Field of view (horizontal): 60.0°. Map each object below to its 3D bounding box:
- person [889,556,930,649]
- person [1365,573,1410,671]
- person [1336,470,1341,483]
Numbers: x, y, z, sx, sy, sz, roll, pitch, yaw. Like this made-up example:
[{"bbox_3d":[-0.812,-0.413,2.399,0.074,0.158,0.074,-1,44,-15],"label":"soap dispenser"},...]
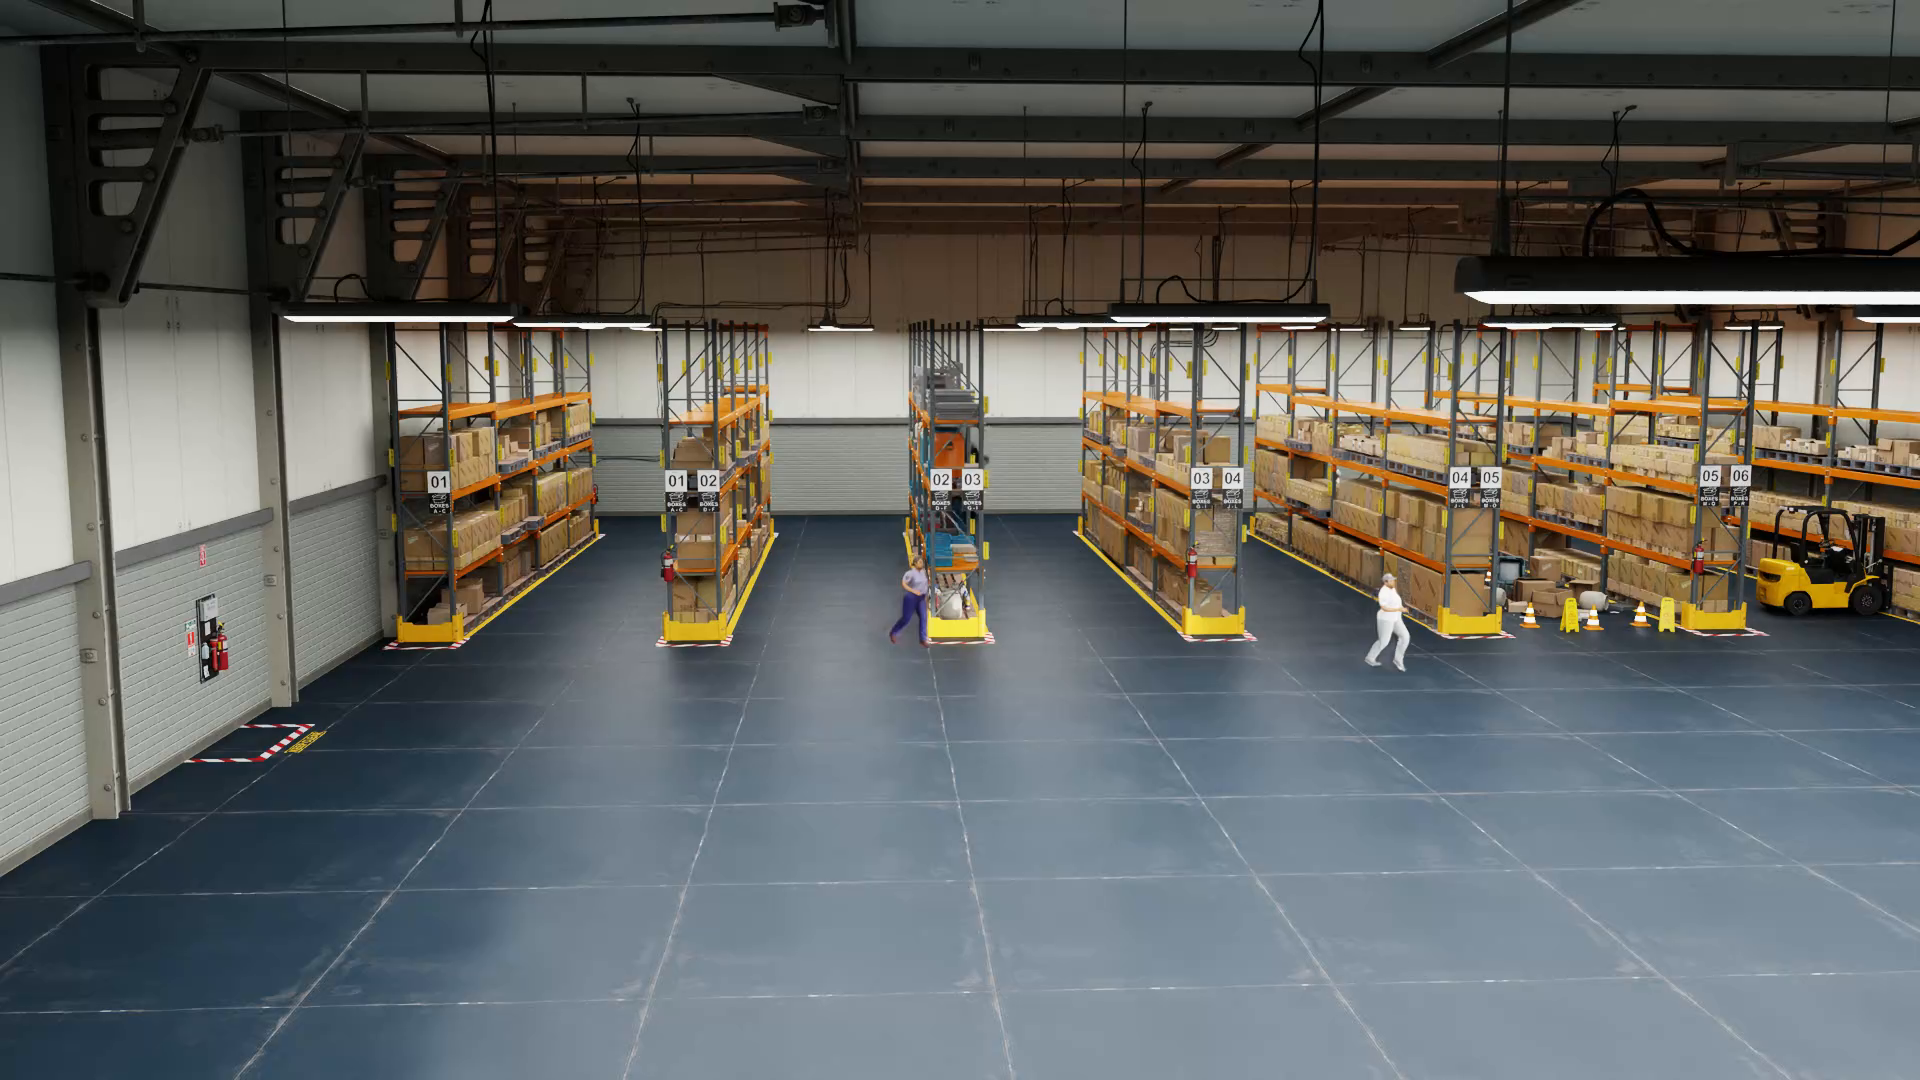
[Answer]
[{"bbox_3d":[-0.811,1.130,30.685,0.692,1.644,0.911,-7,10,-44],"label":"person"},{"bbox_3d":[7.348,1.410,28.529,0.733,1.703,0.608,6,9,40],"label":"person"},{"bbox_3d":[11.215,-1.226,49.387,0.632,1.734,0.691,0,7,1],"label":"person"}]
